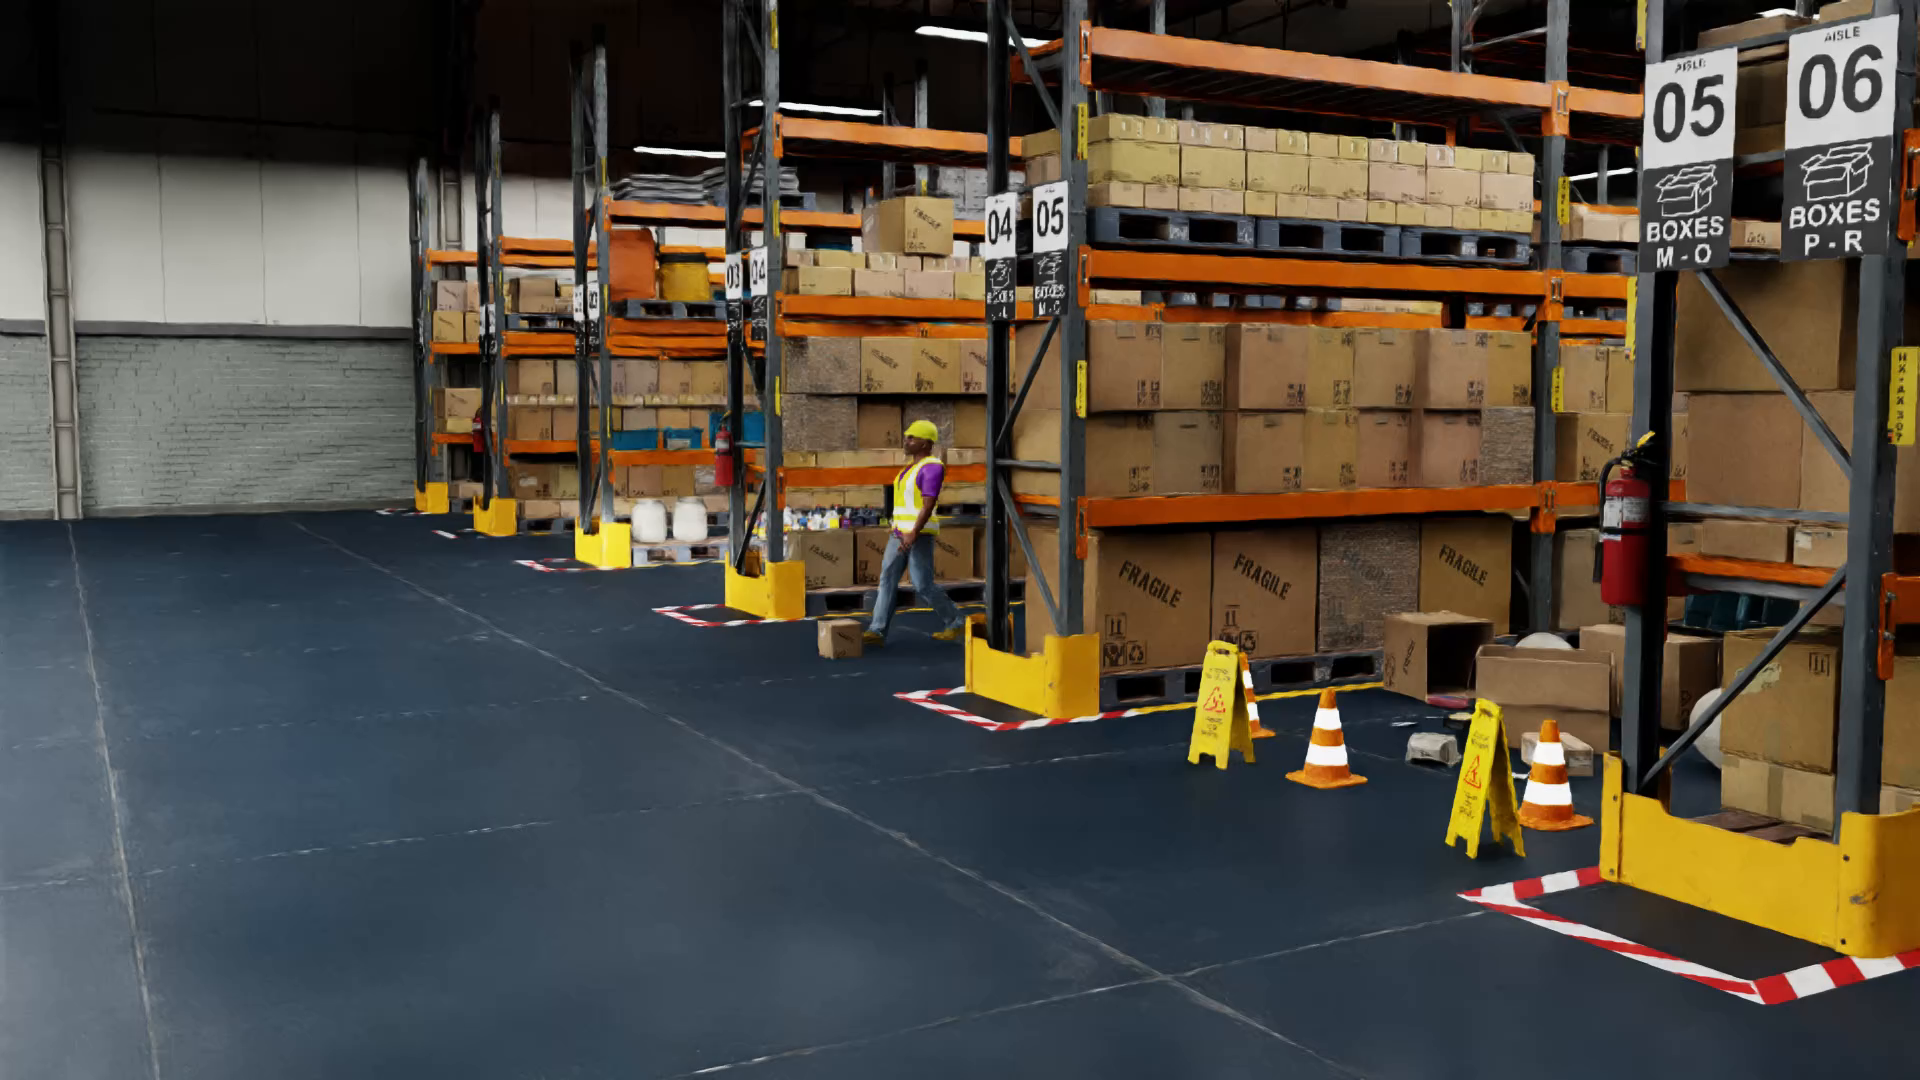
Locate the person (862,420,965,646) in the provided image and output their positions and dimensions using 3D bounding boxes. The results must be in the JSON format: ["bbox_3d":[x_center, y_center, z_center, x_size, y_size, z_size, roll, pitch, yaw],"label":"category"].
[{"bbox_3d":[-0.403,-0.045,12.741,0.908,1.738,0.570,-3,6,-28],"label":"person"}]
